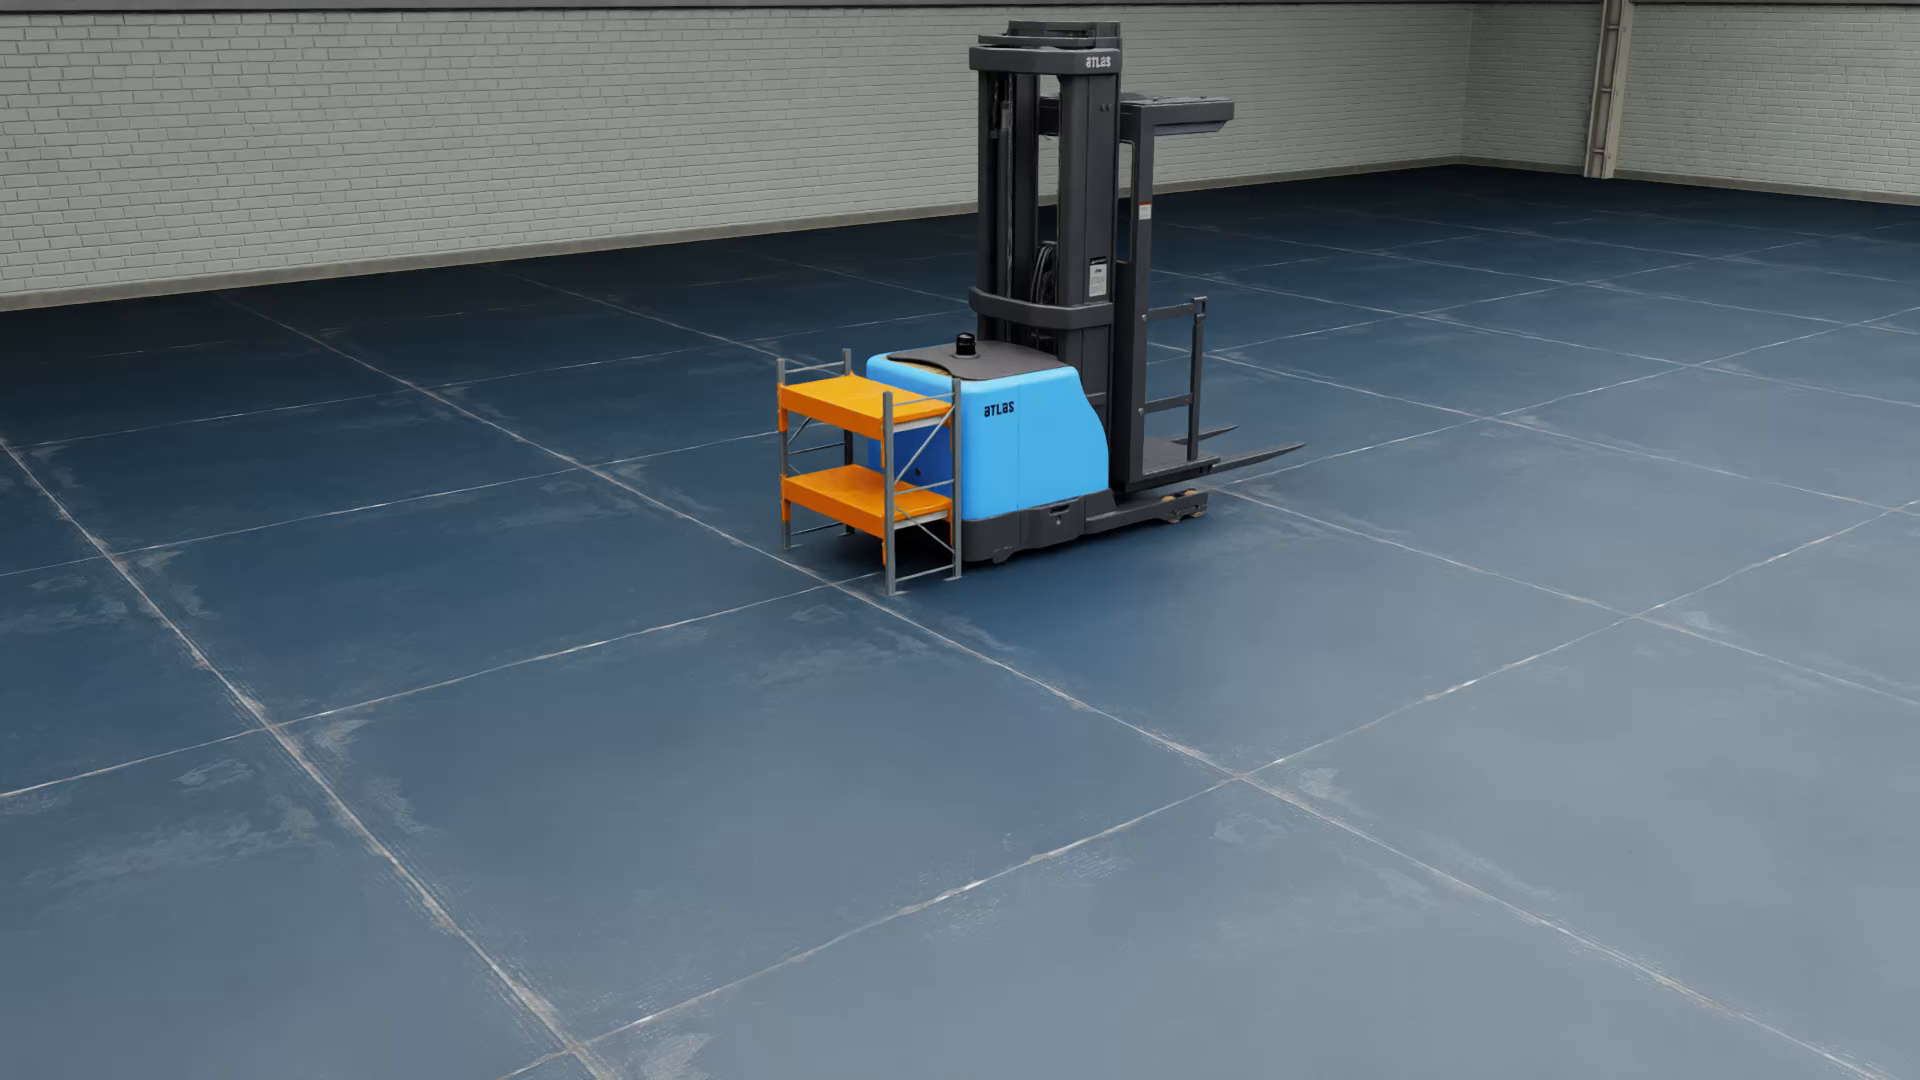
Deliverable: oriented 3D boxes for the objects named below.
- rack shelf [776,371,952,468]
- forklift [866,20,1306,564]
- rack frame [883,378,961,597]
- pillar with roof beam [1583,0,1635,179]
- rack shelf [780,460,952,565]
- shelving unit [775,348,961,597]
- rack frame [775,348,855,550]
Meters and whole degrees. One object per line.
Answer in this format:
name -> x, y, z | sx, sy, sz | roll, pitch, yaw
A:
rack shelf -> -0.516, -0.680, 9.196 | 0.538, 0.278, 1.000 | -14, 23, -37
forklift -> 0.911, -1.611, 10.064 | 3.031, 2.935, 1.130 | -14, 23, -36
rack frame -> -0.197, -0.278, 8.912 | 0.500, 1.125, 0.032 | -14, 23, -37
pillar with roof beam -> 7.721, -9.735, 24.946 | 9.100, 9.000, 0.400 | -14, 23, -36
rack shelf -> -0.516, -0.170, 9.365 | 0.538, 0.278, 1.000 | -14, 23, -37
shelving unit -> -0.516, -0.402, 9.288 | 0.538, 1.125, 1.048 | -14, 23, -37
rack frame -> -0.835, -0.527, 9.664 | 0.500, 1.125, 0.032 | -14, 23, -37
